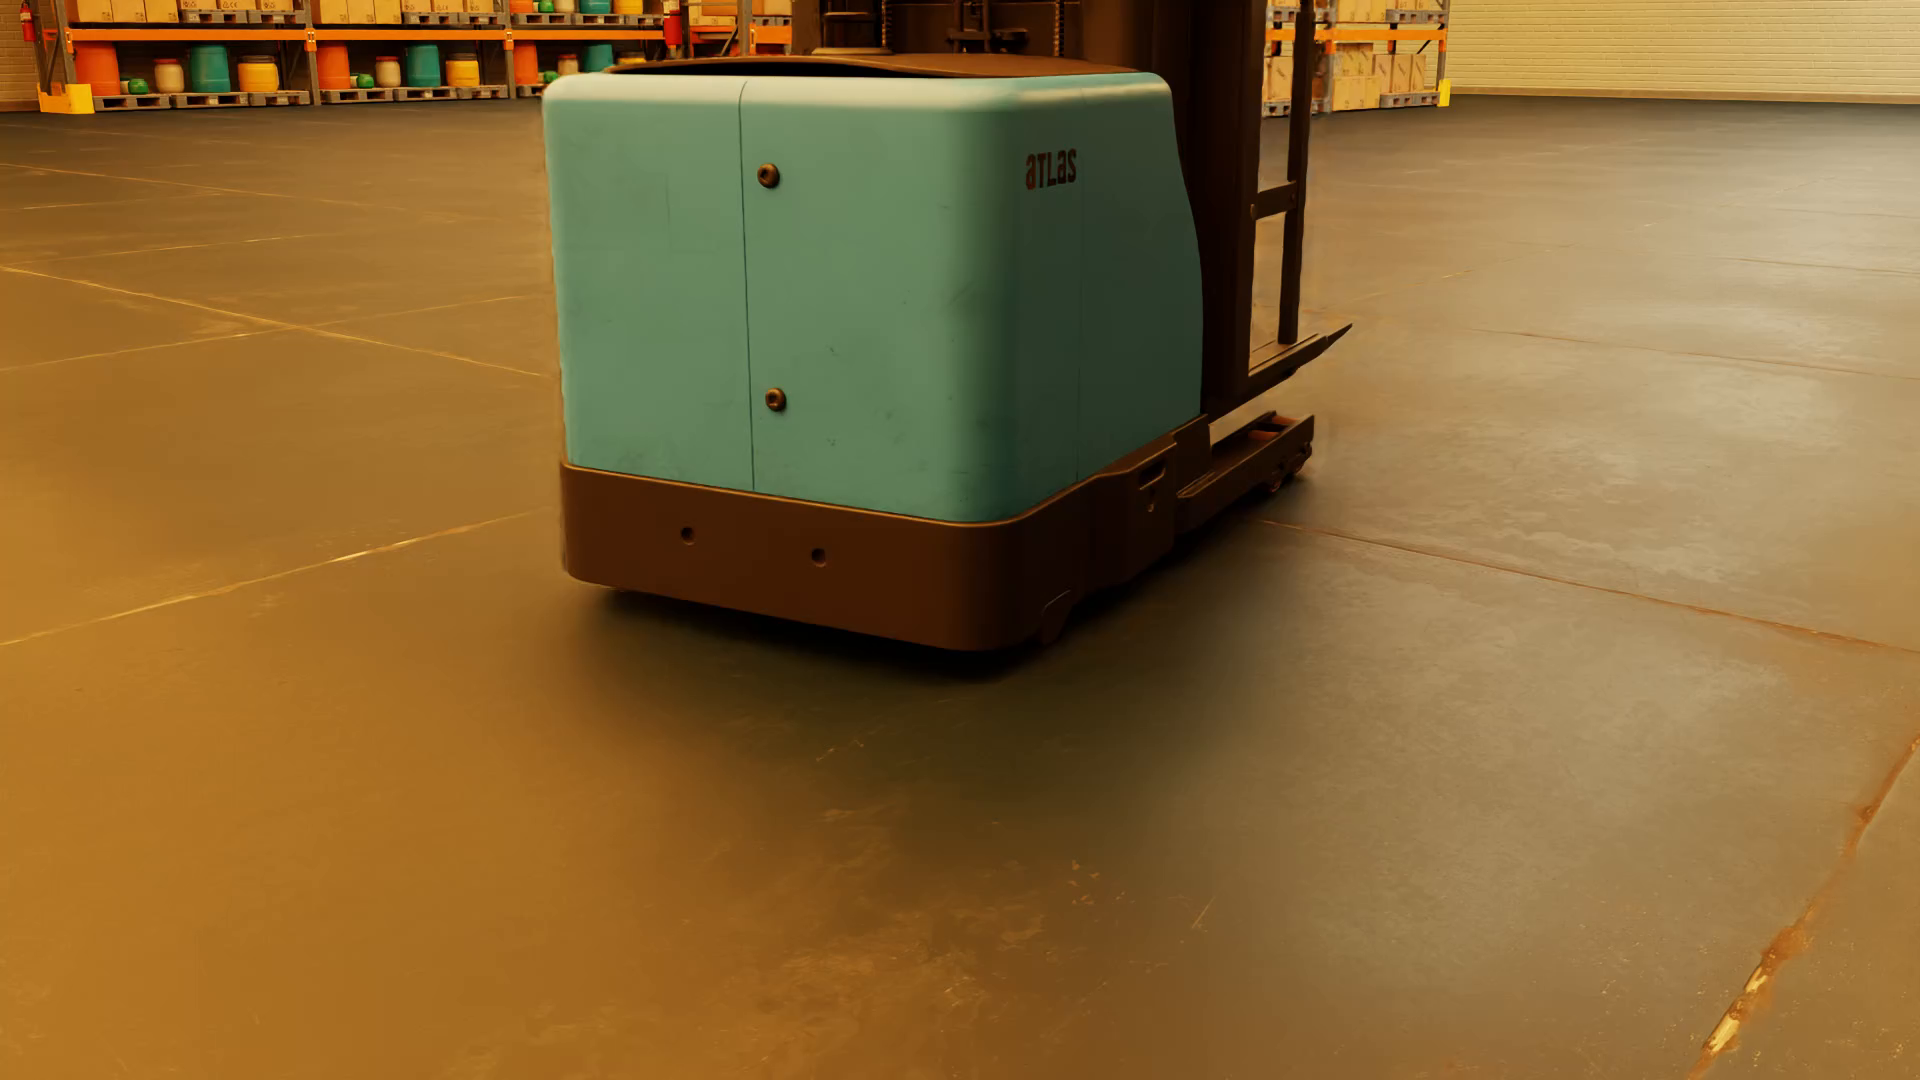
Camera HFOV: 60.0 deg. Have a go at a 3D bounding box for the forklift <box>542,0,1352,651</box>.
[{"bbox_3d":[0.310,-1.579,4.098,1.130,2.935,3.031,9,19,27],"label":"forklift"}]
